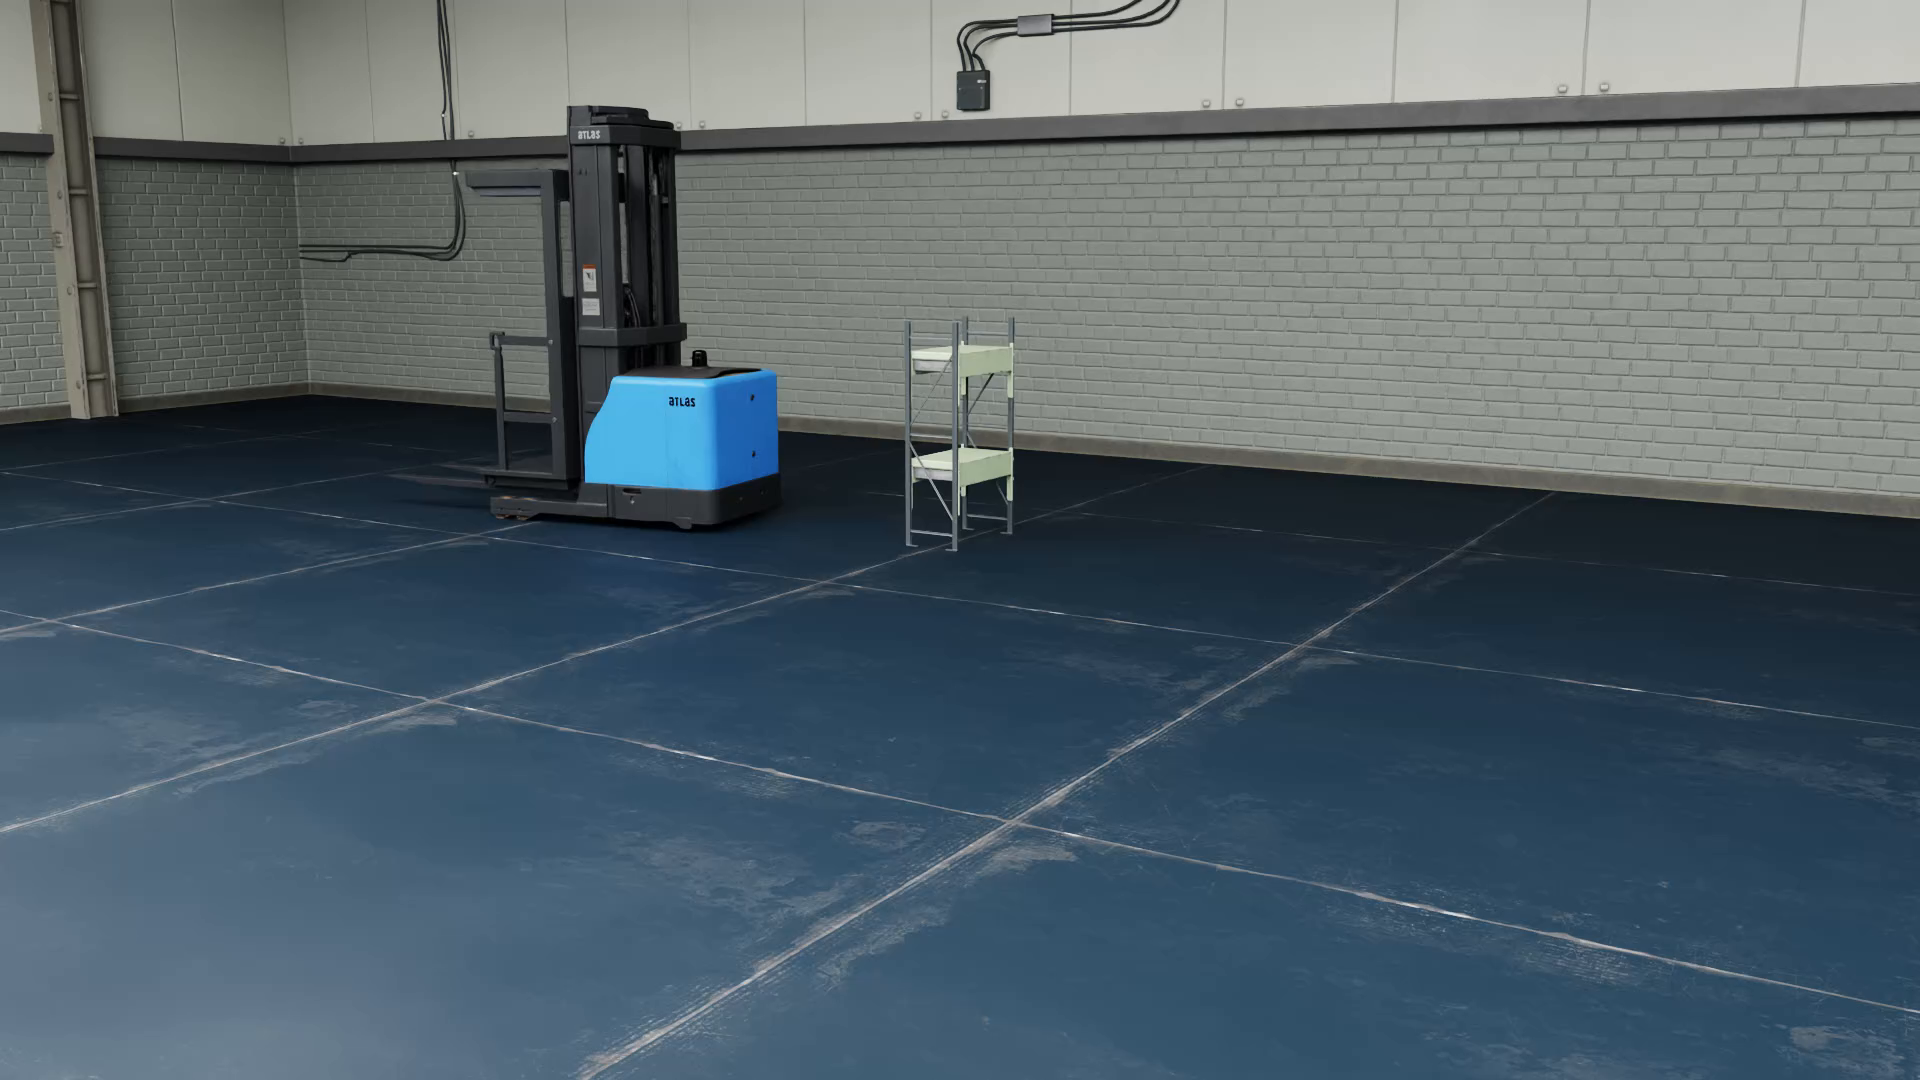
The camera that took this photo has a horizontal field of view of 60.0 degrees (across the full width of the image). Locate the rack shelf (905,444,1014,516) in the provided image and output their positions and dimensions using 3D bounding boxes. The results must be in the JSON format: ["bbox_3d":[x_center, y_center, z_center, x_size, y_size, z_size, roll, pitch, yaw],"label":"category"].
[{"bbox_3d":[0.003,-0.418,11.296,0.431,0.370,0.720,6,12,31],"label":"rack shelf"}]

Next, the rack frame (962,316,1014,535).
[{"bbox_3d":[0.193,-0.796,11.544,0.400,1.500,0.023,6,12,31],"label":"rack frame"}]

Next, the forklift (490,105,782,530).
[{"bbox_3d":[-2.899,-1.666,12.304,3.031,2.935,1.130,4,11,22],"label":"forklift"}]

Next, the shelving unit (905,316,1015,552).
[{"bbox_3d":[0.003,-0.738,11.236,0.431,1.500,0.755,6,12,31],"label":"shelving unit"}]

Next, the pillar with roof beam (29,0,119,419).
[{"bbox_3d":[-6.114,-5.407,15.798,9.100,9.000,0.400,6,12,31],"label":"pillar with roof beam"}]

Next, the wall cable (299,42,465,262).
[{"bbox_3d":[-7.134,-4.630,20.081,3.097,2.526,0.112,6,12,31],"label":"wall cable"}]

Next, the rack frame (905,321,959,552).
[{"bbox_3d":[-0.187,-0.681,10.929,0.400,1.500,0.023,6,12,31],"label":"rack frame"}]

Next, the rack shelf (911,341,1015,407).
[{"bbox_3d":[0.003,-1.122,11.164,0.431,0.370,0.720,6,12,31],"label":"rack shelf"}]
